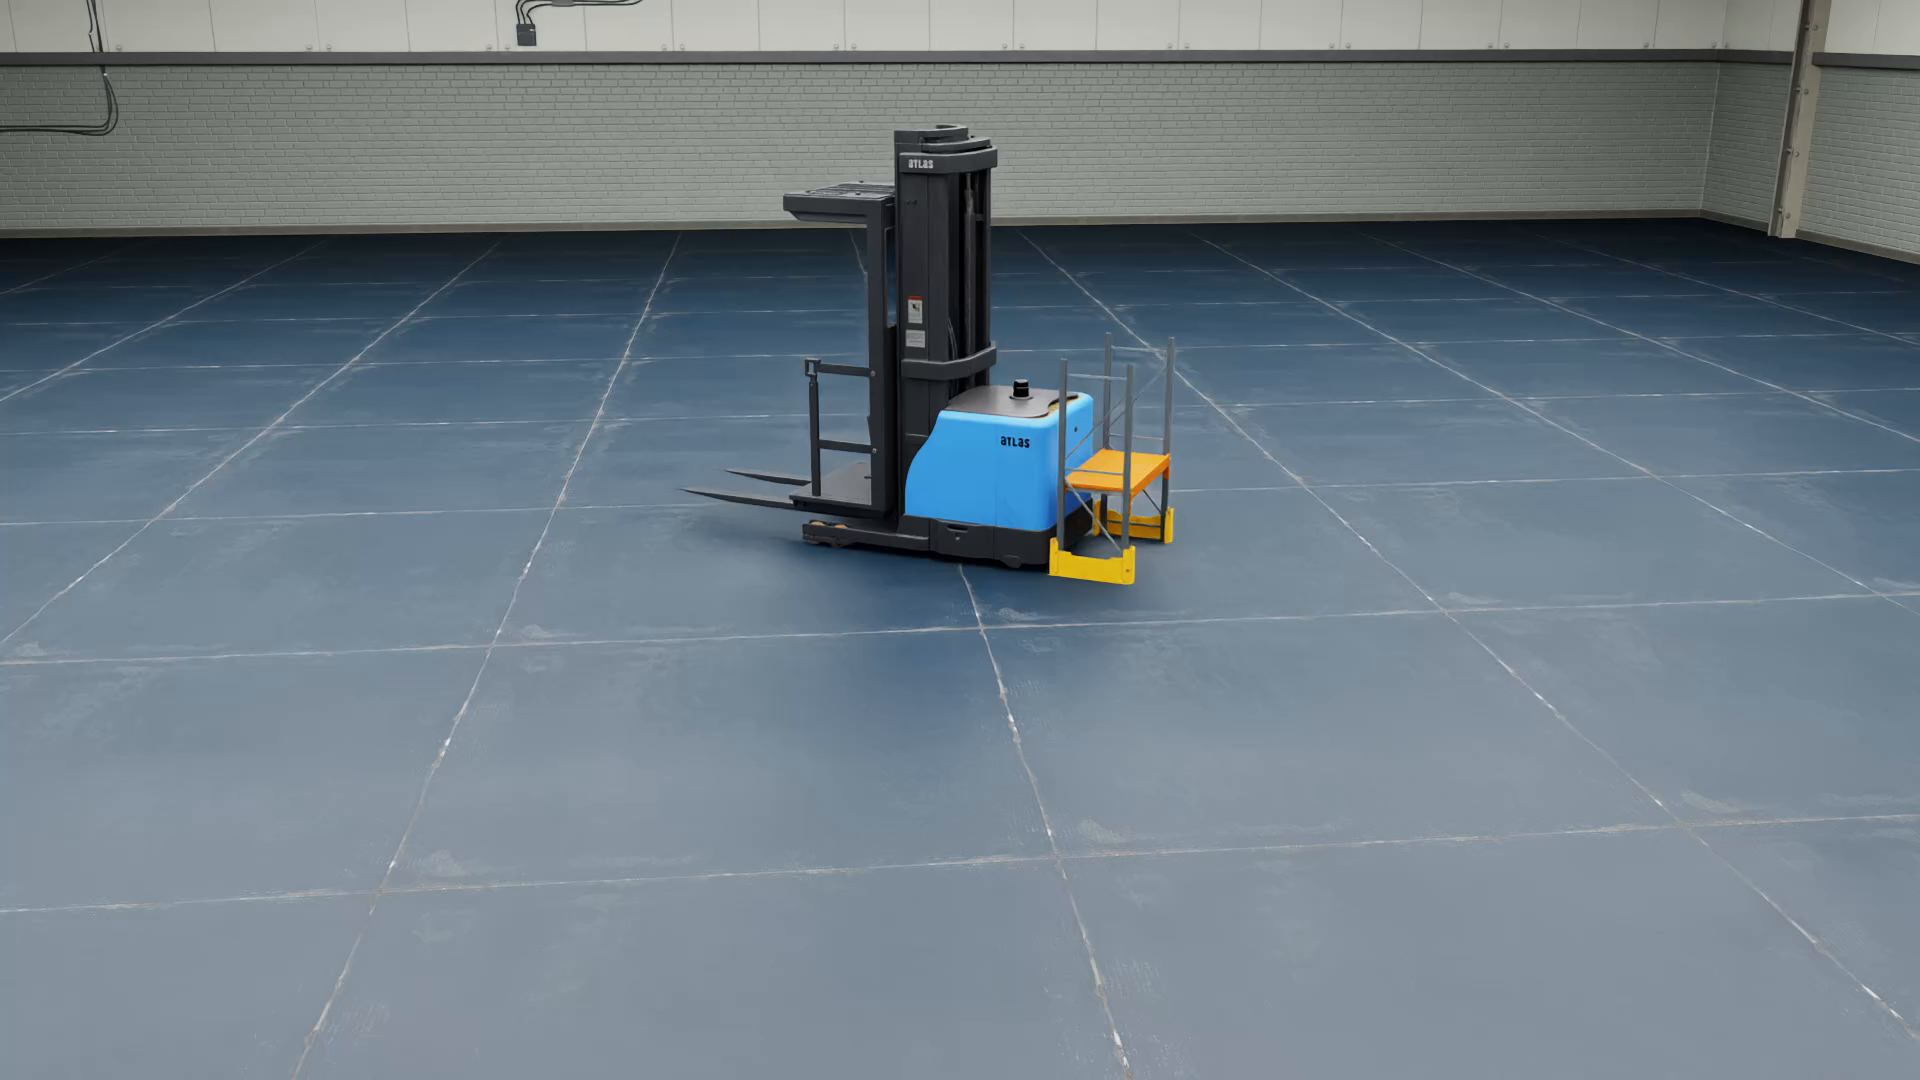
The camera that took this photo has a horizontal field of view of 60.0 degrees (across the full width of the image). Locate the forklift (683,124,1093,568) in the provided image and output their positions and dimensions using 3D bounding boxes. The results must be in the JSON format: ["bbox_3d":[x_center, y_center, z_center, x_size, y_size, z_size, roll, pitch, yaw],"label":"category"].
[{"bbox_3d":[-0.592,-1.477,11.989,3.031,2.935,1.130,8,19,23],"label":"forklift"}]

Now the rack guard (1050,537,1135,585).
[{"bbox_3d":[0.897,0.144,11.302,0.587,0.250,0.087,7,19,21],"label":"rack guard"}]

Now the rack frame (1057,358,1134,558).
[{"bbox_3d":[0.897,-0.452,11.114,0.500,1.500,0.032,7,19,21],"label":"rack frame"}]

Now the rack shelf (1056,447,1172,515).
[{"bbox_3d":[1.086,-0.422,11.618,0.538,0.185,1.000,7,19,21],"label":"rack shelf"}]

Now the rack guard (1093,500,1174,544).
[{"bbox_3d":[1.268,-0.133,12.184,0.587,0.250,0.087,7,19,21],"label":"rack guard"}]

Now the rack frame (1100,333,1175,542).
[{"bbox_3d":[1.276,-0.735,12.014,0.500,1.500,0.032,7,19,21],"label":"rack frame"}]

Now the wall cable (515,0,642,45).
[{"bbox_3d":[-6.498,-11.459,27.977,2.305,6.003,0.169,-2,18,-6],"label":"wall cable"}]

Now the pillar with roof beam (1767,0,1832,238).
[{"bbox_3d":[10.096,-9.470,27.318,9.100,9.000,0.400,-2,18,-6],"label":"pillar with roof beam"}]

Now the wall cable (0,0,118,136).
[{"bbox_3d":[-15.942,-8.067,28.033,3.097,2.526,0.112,-2,18,-6],"label":"wall cable"}]

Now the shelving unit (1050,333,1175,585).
[{"bbox_3d":[1.083,-0.591,11.556,0.587,1.500,1.083,7,19,21],"label":"shelving unit"}]
